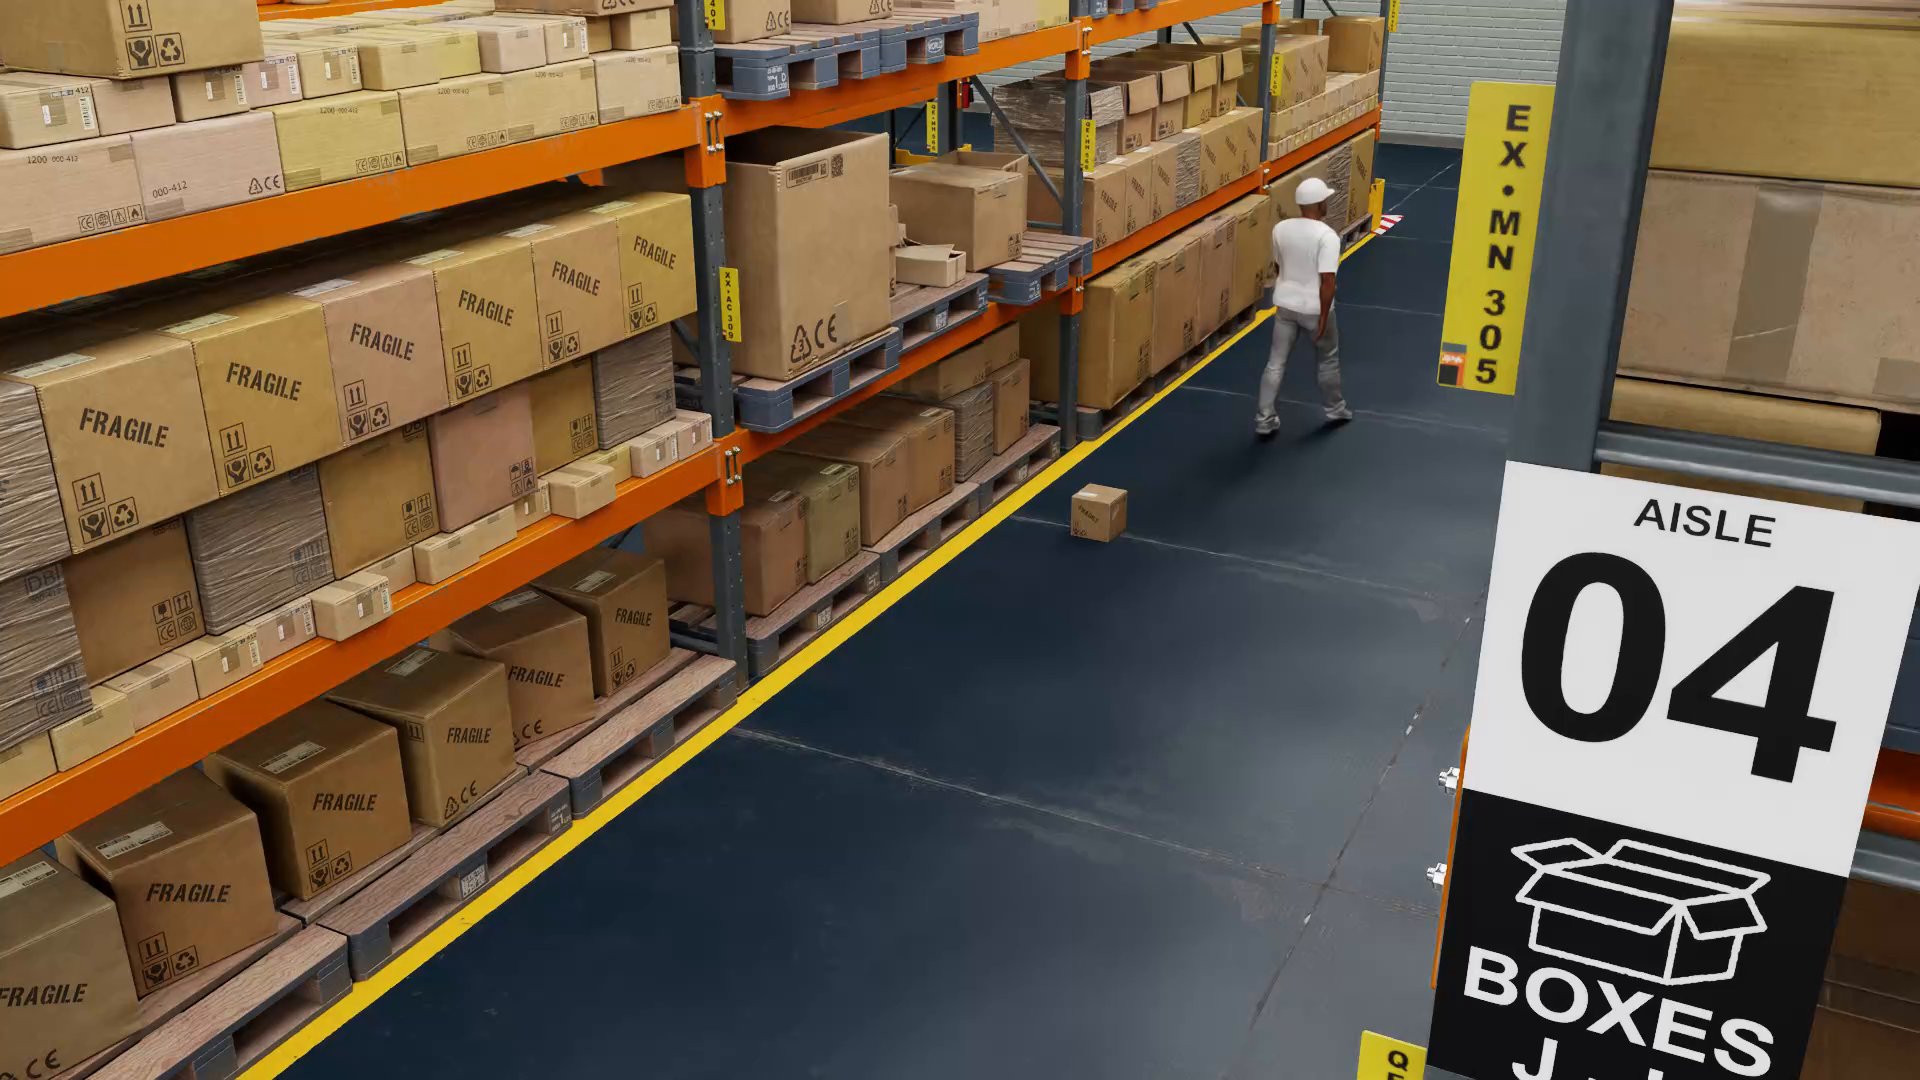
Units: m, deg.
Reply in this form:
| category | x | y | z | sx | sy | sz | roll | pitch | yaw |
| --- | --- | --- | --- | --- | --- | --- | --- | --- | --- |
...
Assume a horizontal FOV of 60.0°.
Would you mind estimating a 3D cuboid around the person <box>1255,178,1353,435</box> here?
| category | x | y | z | sx | sy | sz | roll | pitch | yaw |
| --- | --- | --- | --- | --- | --- | --- | --- | --- | --- |
| person | 2.400 | -1.614 | 11.406 | 0.568 | 1.750 | 0.922 | 19 | 29 | 38 |
